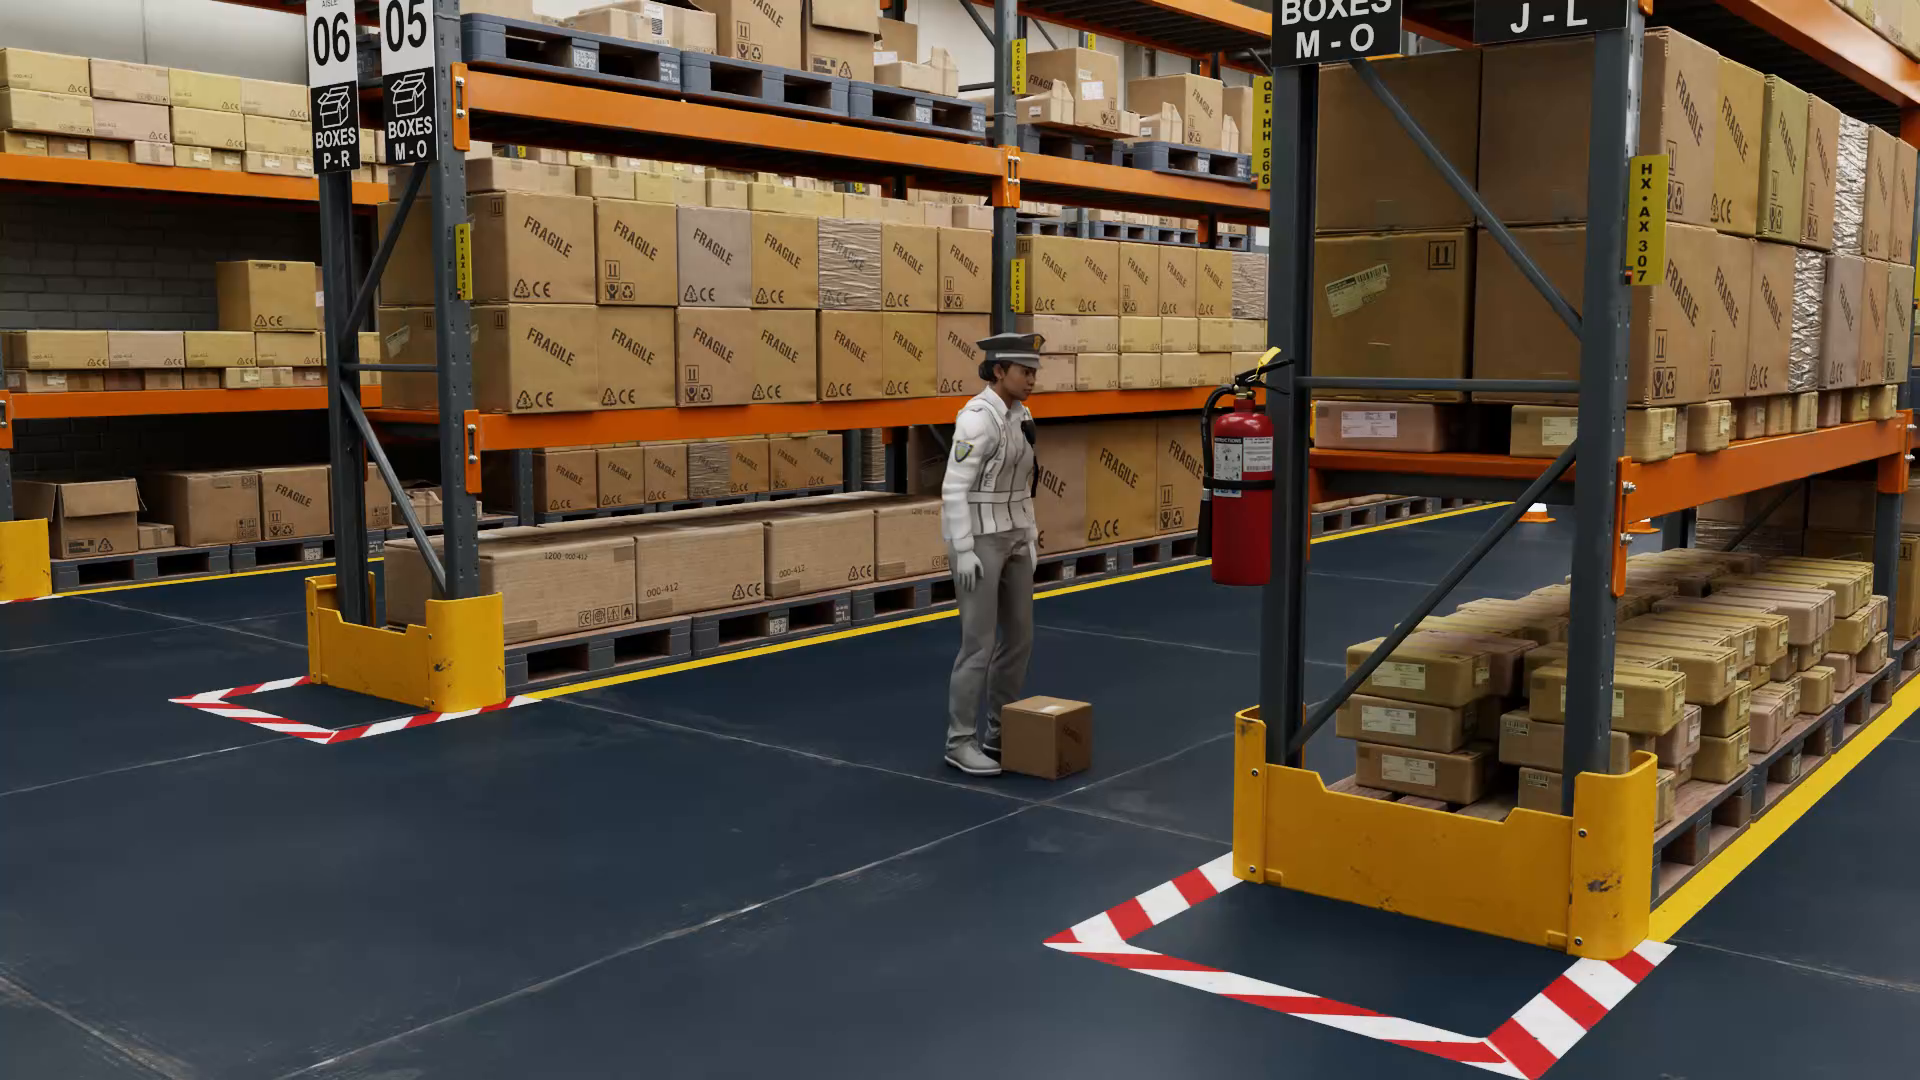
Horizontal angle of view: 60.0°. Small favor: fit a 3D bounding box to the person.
[{"bbox_3d":[0.138,0.036,6.429,0.375,1.662,0.532,5,8,36],"label":"person"}]
